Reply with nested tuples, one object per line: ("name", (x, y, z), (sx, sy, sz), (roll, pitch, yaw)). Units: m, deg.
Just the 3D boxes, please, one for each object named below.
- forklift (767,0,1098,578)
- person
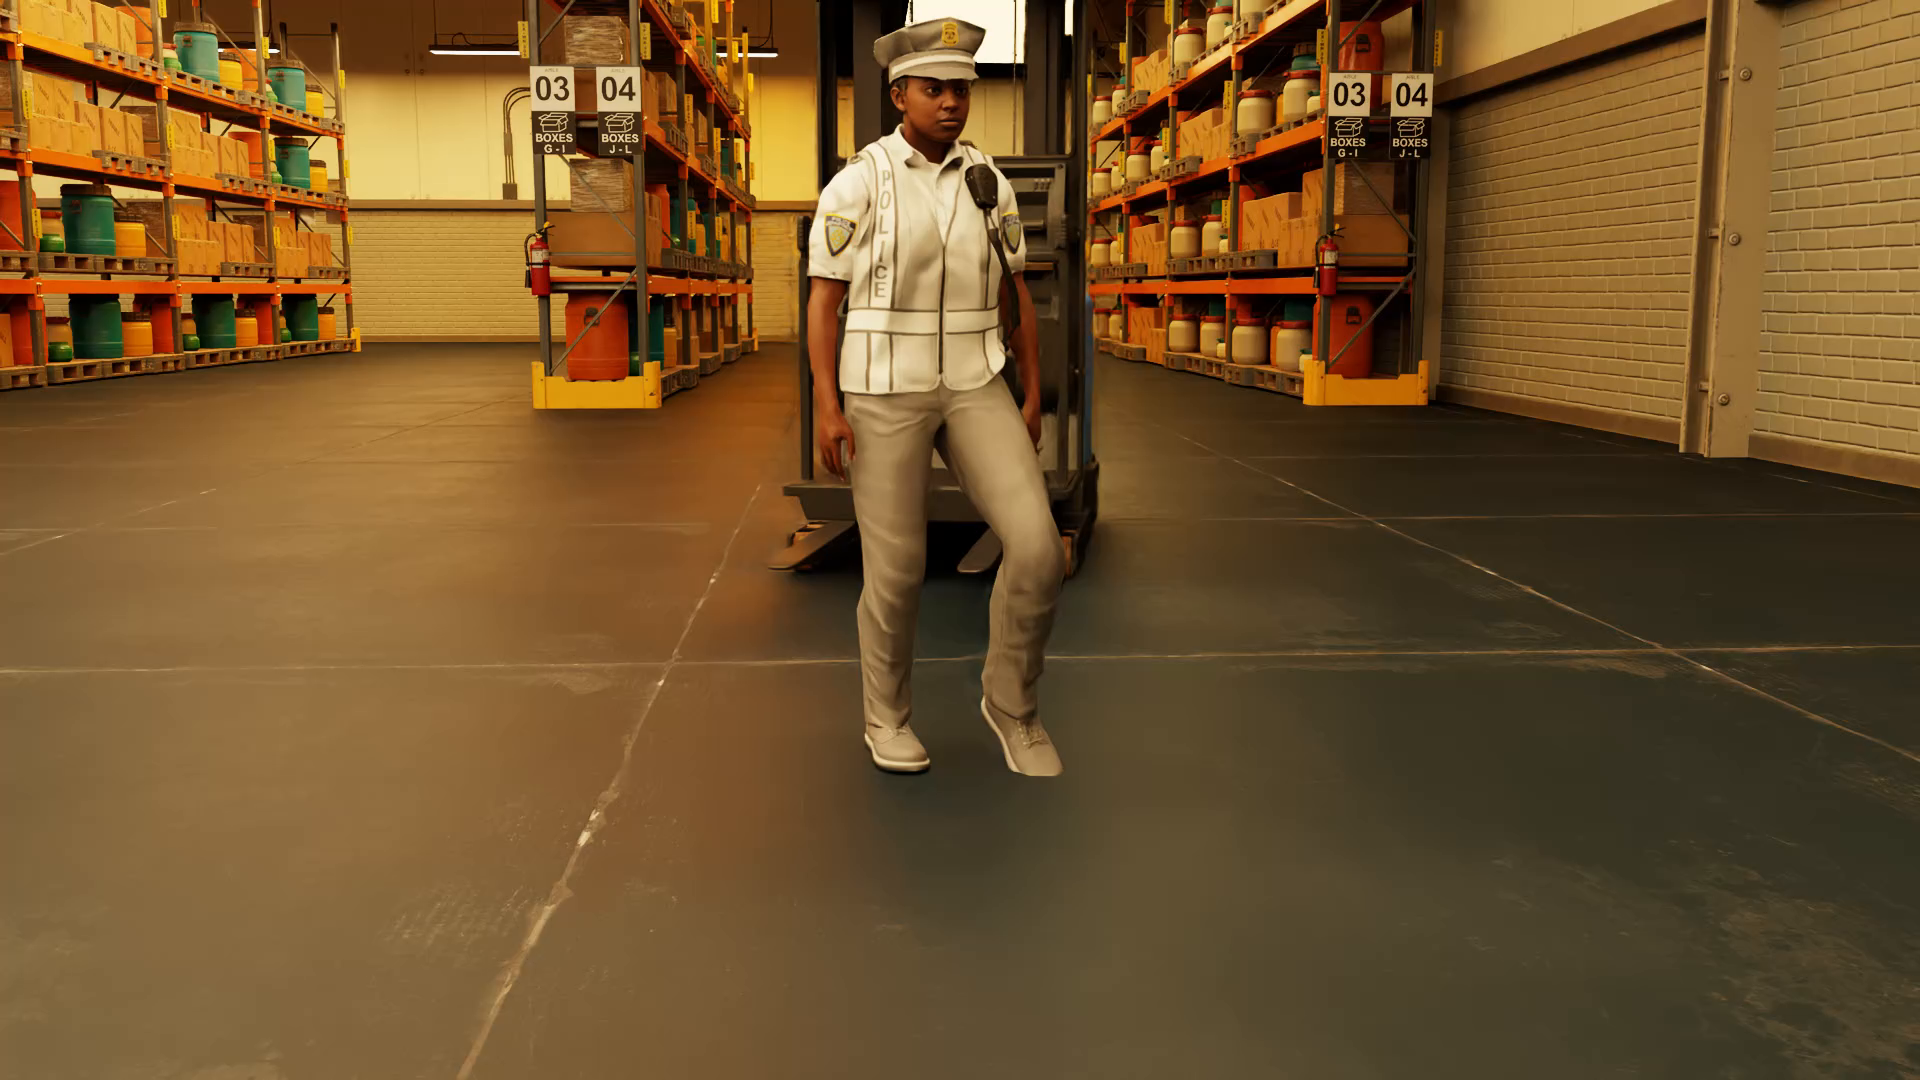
("forklift", (-0.067, -1.357, 6.470), (1.130, 2.935, 3.031), (1, 9, 8))
("person", (-0.052, -0.272, 3.700), (0.553, 1.692, 0.478), (-3, 9, -19))
